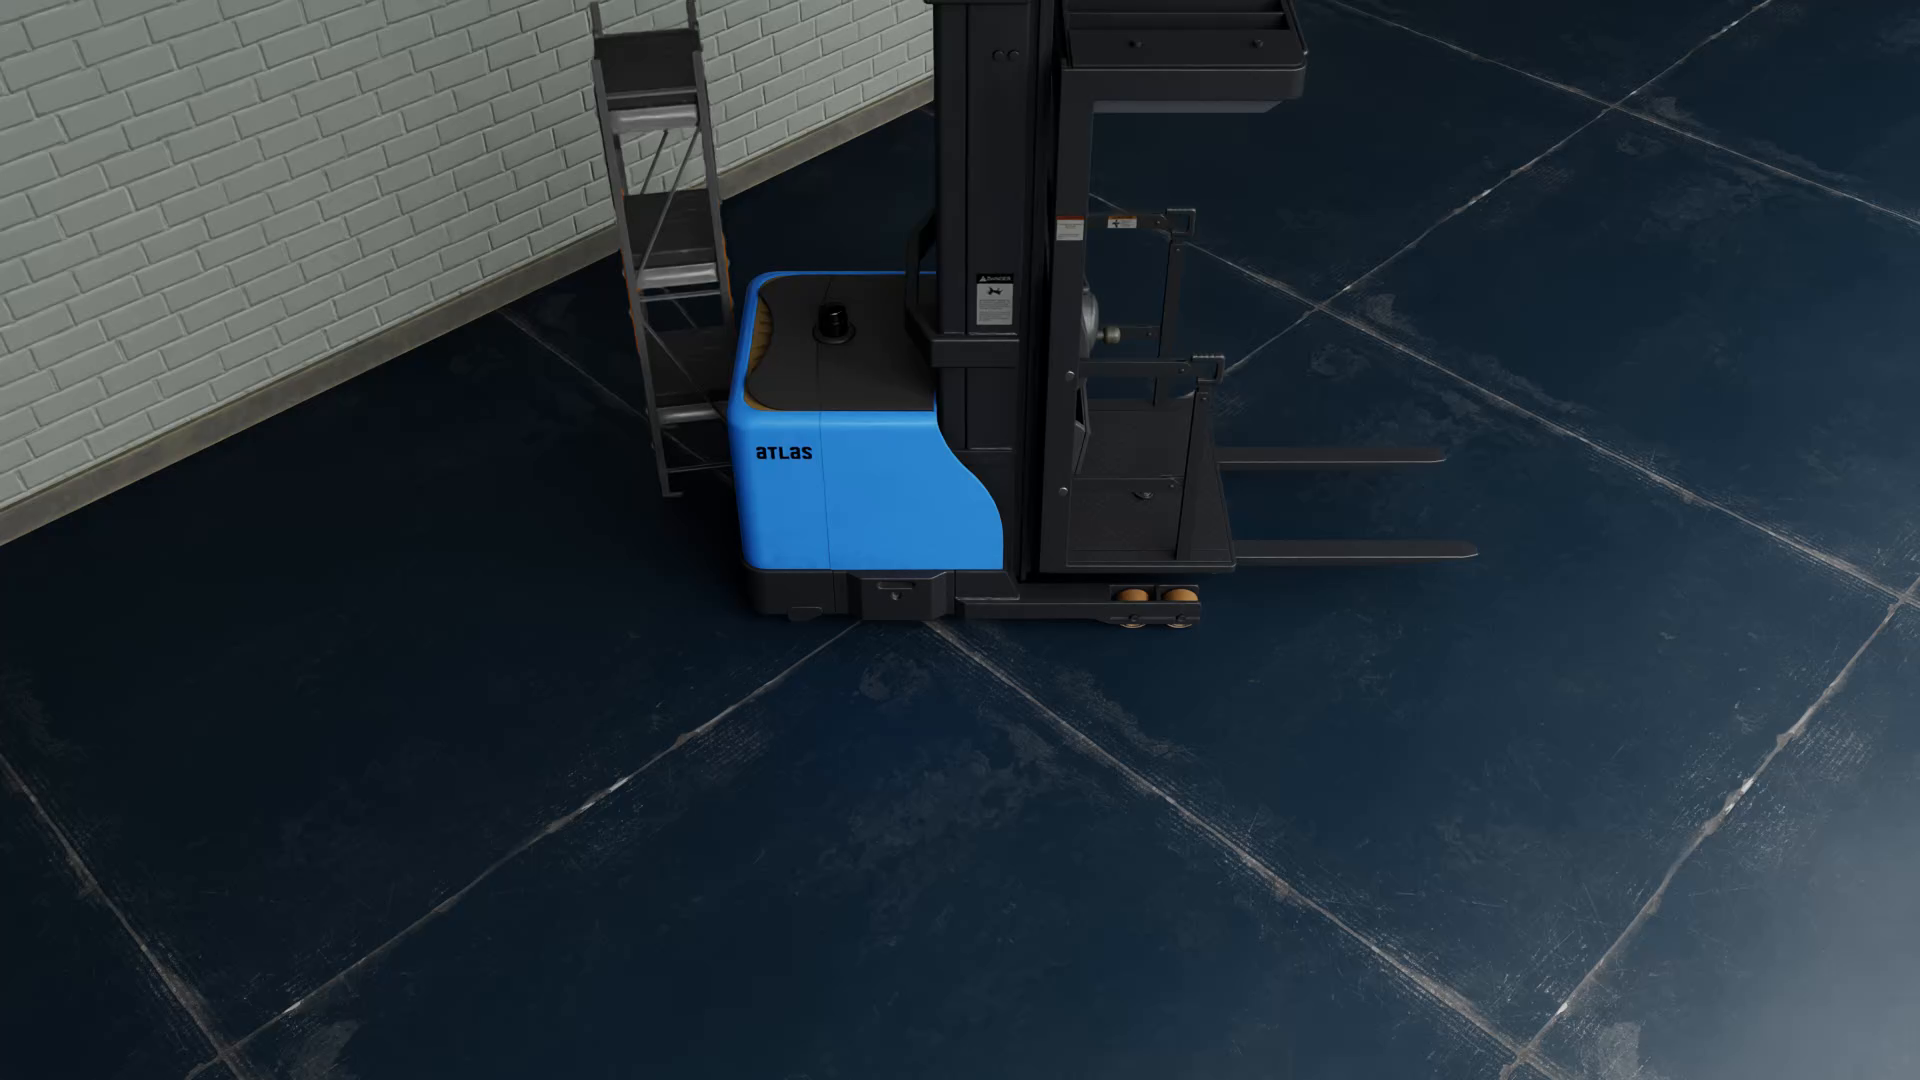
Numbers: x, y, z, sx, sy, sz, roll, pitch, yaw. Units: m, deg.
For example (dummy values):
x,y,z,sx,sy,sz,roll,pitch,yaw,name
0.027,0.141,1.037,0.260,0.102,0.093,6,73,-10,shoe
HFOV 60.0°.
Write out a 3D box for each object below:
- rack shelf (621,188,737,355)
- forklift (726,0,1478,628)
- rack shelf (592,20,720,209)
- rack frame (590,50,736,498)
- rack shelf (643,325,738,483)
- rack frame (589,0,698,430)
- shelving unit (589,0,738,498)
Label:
x,y,z,sx,sy,sz,roll,pitch,yaw,name
-1.181,-1.144,6.958,0.431,0.518,0.480,-7,43,-7,rack shelf
0.623,-1.077,6.256,3.031,2.935,1.130,0,43,0,forklift
-1.185,-1.660,6.485,0.431,0.518,0.480,-7,43,-7,rack shelf
-1.140,-0.992,6.772,0.400,2.100,0.015,-7,43,-7,rack frame
-1.178,-0.629,7.432,0.431,0.518,0.480,-7,43,-7,rack shelf
-1.223,-1.317,7.126,0.400,2.100,0.015,-7,43,-7,rack frame
-1.181,-1.154,6.949,0.431,2.100,0.503,-7,43,-7,shelving unit
